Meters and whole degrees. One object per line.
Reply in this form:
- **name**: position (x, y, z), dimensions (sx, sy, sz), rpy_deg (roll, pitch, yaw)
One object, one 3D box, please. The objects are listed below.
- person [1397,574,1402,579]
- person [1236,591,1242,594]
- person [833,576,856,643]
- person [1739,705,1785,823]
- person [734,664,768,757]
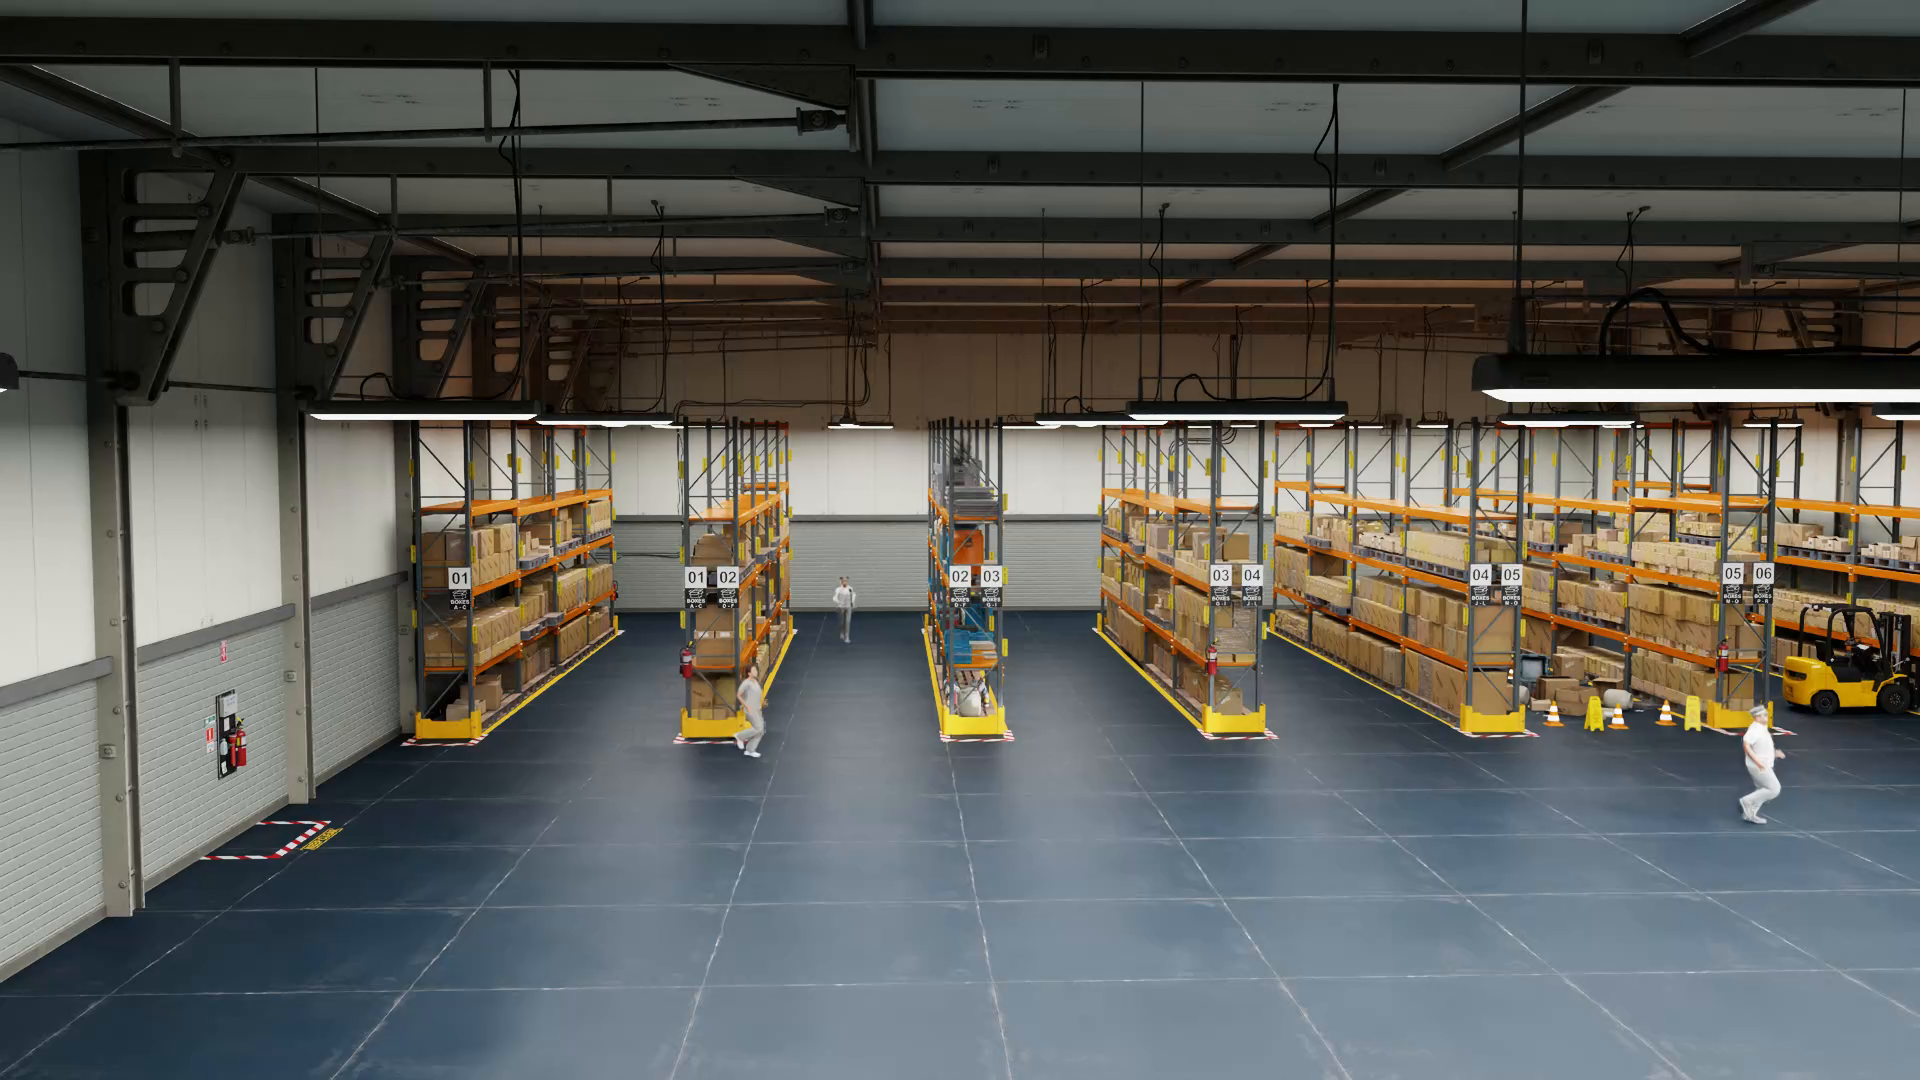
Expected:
- **person**: position (13.014, 1.705, 49.361), dimensions (0.558, 1.613, 0.581), rpy_deg (0, 4, 0)
- **person**: position (7.747, 1.836, 46.178), dimensions (0.701, 1.734, 0.594), rpy_deg (0, 4, -4)
- **person**: position (-2.983, 1.778, 43.206), dimensions (0.617, 1.709, 0.806), rpy_deg (-1, 4, -12)
- **person**: position (11.712, 3.270, 24.269), dimensions (0.590, 1.743, 0.657), rpy_deg (2, 4, 26)
- **person**: position (-3.677, 3.010, 29.329), dimensions (0.571, 1.620, 0.566), rpy_deg (2, 4, 22)
